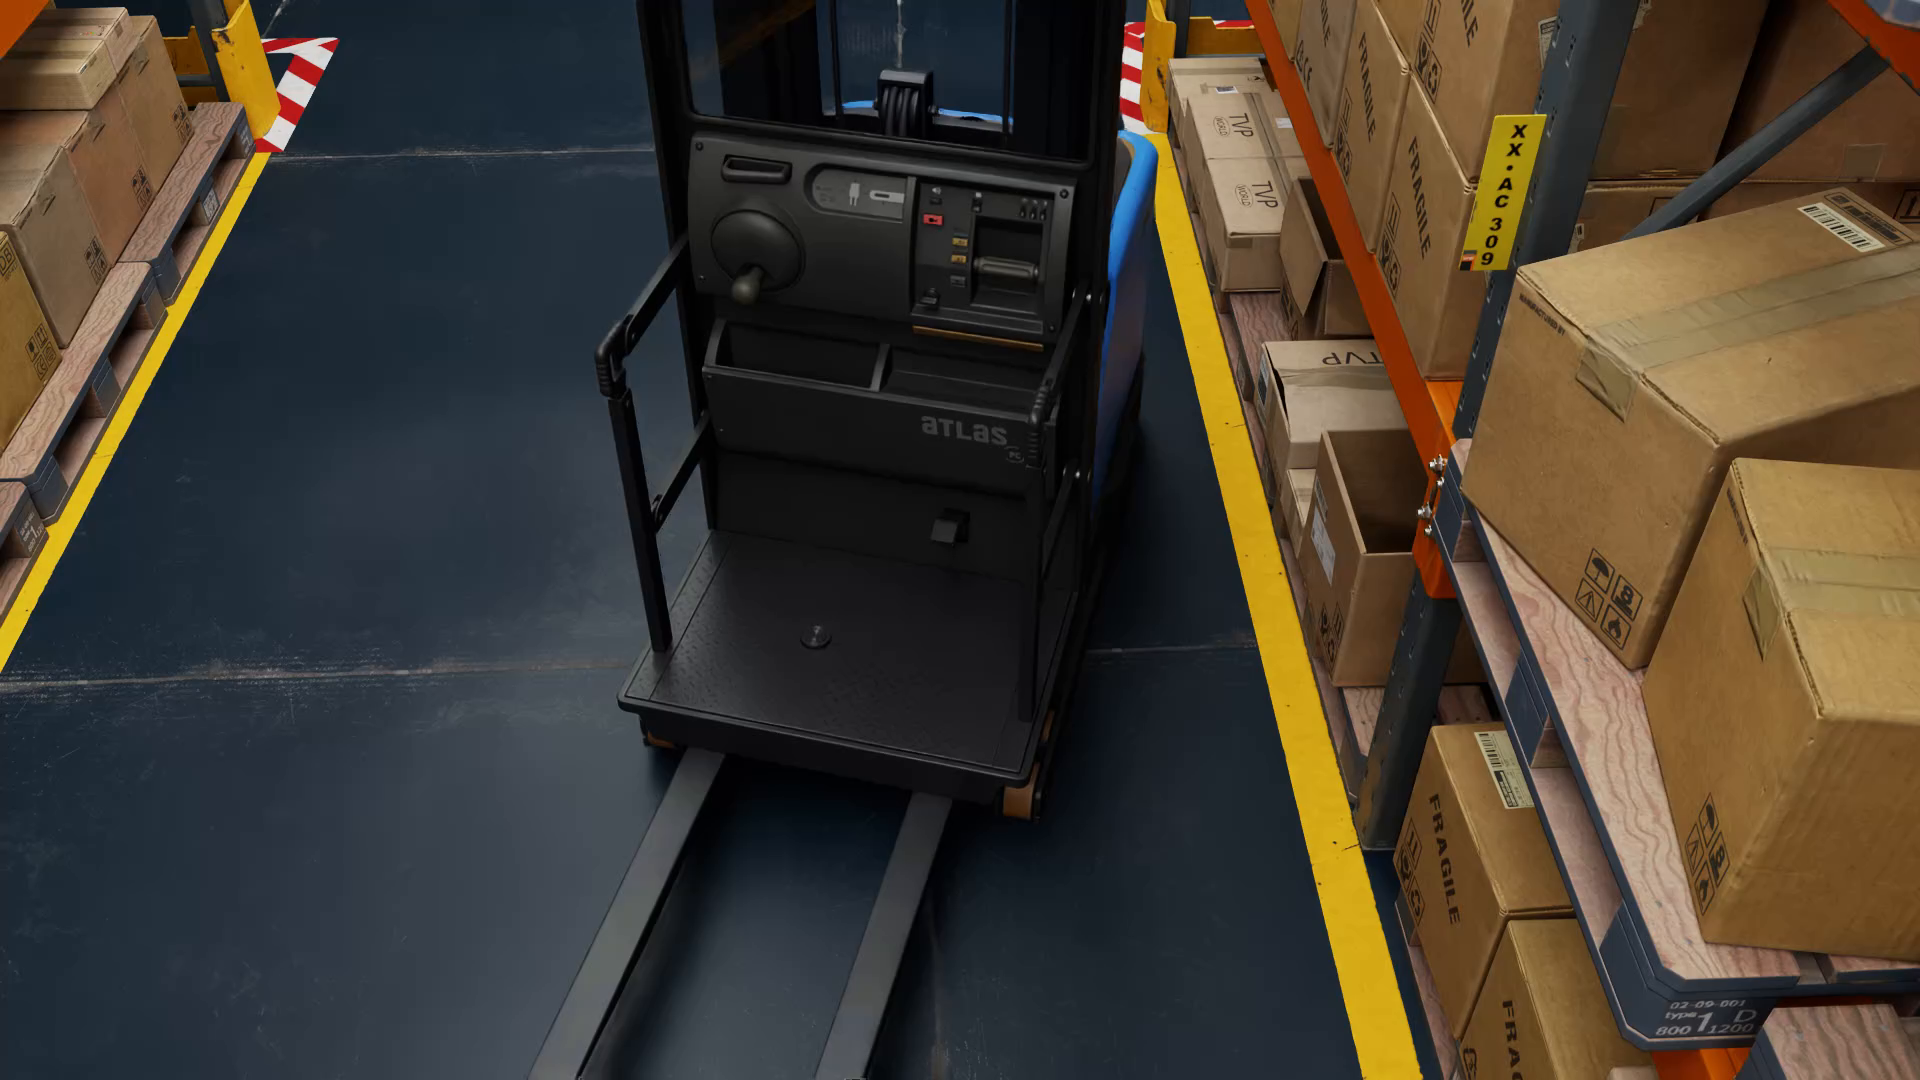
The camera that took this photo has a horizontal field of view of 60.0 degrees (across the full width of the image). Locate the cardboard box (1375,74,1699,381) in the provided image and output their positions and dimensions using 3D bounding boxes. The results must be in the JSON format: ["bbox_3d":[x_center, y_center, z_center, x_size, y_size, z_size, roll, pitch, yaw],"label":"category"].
[{"bbox_3d":[1.272,-0.709,3.729,0.500,0.500,0.500,-1,43,-1],"label":"cardboard box"}]

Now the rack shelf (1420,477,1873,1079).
[{"bbox_3d":[1.635,1.274,2.173,1.077,0.370,4.000,-2,43,-2],"label":"rack shelf"}]

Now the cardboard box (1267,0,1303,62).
[{"bbox_3d":[1.201,-1.747,4.862,0.500,0.500,0.500,-1,43,-1],"label":"cardboard box"}]

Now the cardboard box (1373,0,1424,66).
[{"bbox_3d":[1.245,-1.427,3.773,0.500,0.500,0.500,-2,43,-3],"label":"cardboard box"}]

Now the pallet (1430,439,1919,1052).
[{"bbox_3d":[1.475,0.272,2.876,1.003,0.211,1.213,-2,43,-2],"label":"pallet"}]

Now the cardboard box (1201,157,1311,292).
[{"bbox_3d":[1.162,-1.140,5.984,0.500,0.250,0.500,-2,43,-2],"label":"cardboard box"}]

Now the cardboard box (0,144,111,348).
[{"bbox_3d":[-3.396,-0.984,5.642,0.700,0.500,0.500,-3,43,-3],"label":"cardboard box"}]

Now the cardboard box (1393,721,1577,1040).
[{"bbox_3d":[1.327,0.751,3.735,0.500,0.500,0.500,-3,43,-4],"label":"cardboard box"}]

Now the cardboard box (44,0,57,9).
[{"bbox_3d":[-3.645,-1.979,6.248,0.380,0.149,0.250,-1,43,-2],"label":"cardboard box"}]

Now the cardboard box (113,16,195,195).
[{"bbox_3d":[-3.439,-1.661,6.381,0.700,0.500,0.500,-2,43,-2],"label":"cardboard box"}]

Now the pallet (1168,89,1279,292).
[{"bbox_3d":[1.418,-1.425,6.648,1.003,0.211,1.213,-2,43,-2],"label":"pallet"}]

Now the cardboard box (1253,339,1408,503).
[{"bbox_3d":[1.210,-0.396,5.126,0.500,0.311,0.500,-2,43,-2],"label":"cardboard box"}]

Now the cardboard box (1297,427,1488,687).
[{"bbox_3d":[1.242,0.041,4.510,0.500,0.500,0.500,-2,43,-2],"label":"cardboard box"}]

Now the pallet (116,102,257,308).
[{"bbox_3d":[-3.457,-1.332,6.547,1.003,0.211,1.213,-2,43,-2],"label":"pallet"}]

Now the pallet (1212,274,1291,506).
[{"bbox_3d":[1.467,-0.603,5.752,1.003,0.211,1.213,-2,43,-2],"label":"pallet"}]

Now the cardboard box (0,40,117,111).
[{"bbox_3d":[-3.240,-1.646,5.885,0.380,0.149,0.250,-1,43,-1],"label":"cardboard box"}]

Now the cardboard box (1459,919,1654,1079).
[{"bbox_3d":[1.361,1.111,3.342,0.500,0.500,0.500,-1,43,-1],"label":"cardboard box"}]

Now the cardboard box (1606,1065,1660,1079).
[{"bbox_3d":[1.369,1.150,2.745,0.500,0.250,0.500,-2,43,-2],"label":"cardboard box"}]

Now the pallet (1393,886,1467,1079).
[{"bbox_3d":[1.622,1.234,3.747,1.003,0.211,1.213,-2,43,-2],"label":"pallet"}]

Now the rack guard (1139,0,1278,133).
[{"bbox_3d":[1.383,-2.069,7.138,1.175,0.500,0.348,-2,43,-2],"label":"rack guard"}]

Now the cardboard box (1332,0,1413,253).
[{"bbox_3d":[1.249,-1.057,4.109,0.500,0.500,0.500,-1,43,-1],"label":"cardboard box"}]

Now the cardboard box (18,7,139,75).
[{"bbox_3d":[-3.252,-1.819,6.073,0.380,0.149,0.250,-2,43,-2],"label":"cardboard box"}]

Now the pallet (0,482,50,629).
[{"bbox_3d":[-3.353,0.315,4.750,1.003,0.211,1.213,-2,43,-2],"label":"pallet"}]

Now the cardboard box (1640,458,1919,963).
[{"bbox_3d":[1.439,0.255,2.367,0.700,0.500,0.500,5,43,5],"label":"cardboard box"}]

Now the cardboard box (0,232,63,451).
[{"bbox_3d":[-3.366,-0.624,5.250,0.700,0.500,0.500,-1,43,-1],"label":"cardboard box"}]

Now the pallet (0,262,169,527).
[{"bbox_3d":[-3.408,-0.510,5.651,1.003,0.211,1.213,-2,43,-2],"label":"pallet"}]

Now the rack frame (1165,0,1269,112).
[{"bbox_3d":[1.380,-3.042,6.349,1.000,3.000,0.127,-2,43,-2],"label":"rack frame"}]

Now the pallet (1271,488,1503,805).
[{"bbox_3d":[1.522,0.223,4.851,1.003,0.211,1.213,-2,43,-2],"label":"pallet"}]

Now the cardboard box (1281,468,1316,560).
[{"bbox_3d":[1.166,-0.081,4.903,0.380,0.149,0.250,-2,43,-2],"label":"cardboard box"}]

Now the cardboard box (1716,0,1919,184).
[{"bbox_3d":[1.811,-1.073,3.387,0.500,0.500,0.500,-1,43,-1],"label":"cardboard box"}]

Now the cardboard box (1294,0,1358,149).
[{"bbox_3d":[1.225,-1.403,4.487,0.500,0.500,0.500,-1,43,-1],"label":"cardboard box"}]

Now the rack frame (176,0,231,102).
[{"bbox_3d":[-3.569,-2.897,6.191,1.000,3.000,0.127,-2,43,-2],"label":"rack frame"}]

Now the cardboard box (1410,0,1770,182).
[{"bbox_3d":[1.270,-1.081,3.396,0.500,0.500,0.500,-1,43,-2],"label":"cardboard box"}]

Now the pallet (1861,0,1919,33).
[{"bbox_3d":[1.507,-0.936,1.970,1.213,0.211,1.003,-2,43,-2],"label":"pallet"}]

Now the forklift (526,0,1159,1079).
[{"bbox_3d":[-0.246,-0.628,3.766,1.130,2.935,3.031,10,43,10],"label":"forklift"}]

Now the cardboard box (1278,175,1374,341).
[{"bbox_3d":[1.465,-0.852,5.481,0.797,0.503,0.637,-2,43,-2],"label":"cardboard box"}]

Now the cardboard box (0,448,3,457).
[{"bbox_3d":[-3.347,-0.277,4.872,0.700,0.500,0.500,-2,43,-2],"label":"cardboard box"}]

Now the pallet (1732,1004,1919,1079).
[{"bbox_3d":[1.633,1.117,1.954,1.003,0.211,1.213,-2,43,-2],"label":"pallet"}]

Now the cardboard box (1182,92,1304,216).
[{"bbox_3d":[1.141,-1.478,6.352,0.500,0.250,0.500,-2,43,-2],"label":"cardboard box"}]

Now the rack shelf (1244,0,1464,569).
[{"bbox_3d":[1.465,-1.427,5.119,1.077,0.370,4.000,-2,43,-2],"label":"rack shelf"}]

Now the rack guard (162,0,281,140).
[{"bbox_3d":[-3.570,-1.992,7.053,1.175,0.500,0.348,-2,43,-2],"label":"rack guard"}]

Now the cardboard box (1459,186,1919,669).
[{"bbox_3d":[1.347,-0.207,2.871,0.700,0.500,0.500,-15,45,-16],"label":"cardboard box"}]

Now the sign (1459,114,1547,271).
[{"bbox_3d":[1.008,-0.640,3.088,0.100,0.325,0.005,-2,43,-2],"label":"sign"}]

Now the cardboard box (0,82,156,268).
[{"bbox_3d":[-3.418,-1.323,6.013,0.700,0.500,0.500,-2,43,-2],"label":"cardboard box"}]

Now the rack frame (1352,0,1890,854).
[{"bbox_3d":[1.550,-0.342,3.403,1.000,3.000,0.127,-2,43,-2],"label":"rack frame"}]

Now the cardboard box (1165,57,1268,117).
[{"bbox_3d":[1.054,-1.861,6.844,0.380,0.149,0.250,-2,43,-2],"label":"cardboard box"}]

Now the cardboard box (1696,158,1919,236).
[{"bbox_3d":[1.800,-0.731,3.753,0.500,0.500,0.500,-1,43,-1],"label":"cardboard box"}]

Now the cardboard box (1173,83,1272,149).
[{"bbox_3d":[1.065,-1.699,6.654,0.380,0.166,0.250,-2,43,-2],"label":"cardboard box"}]
